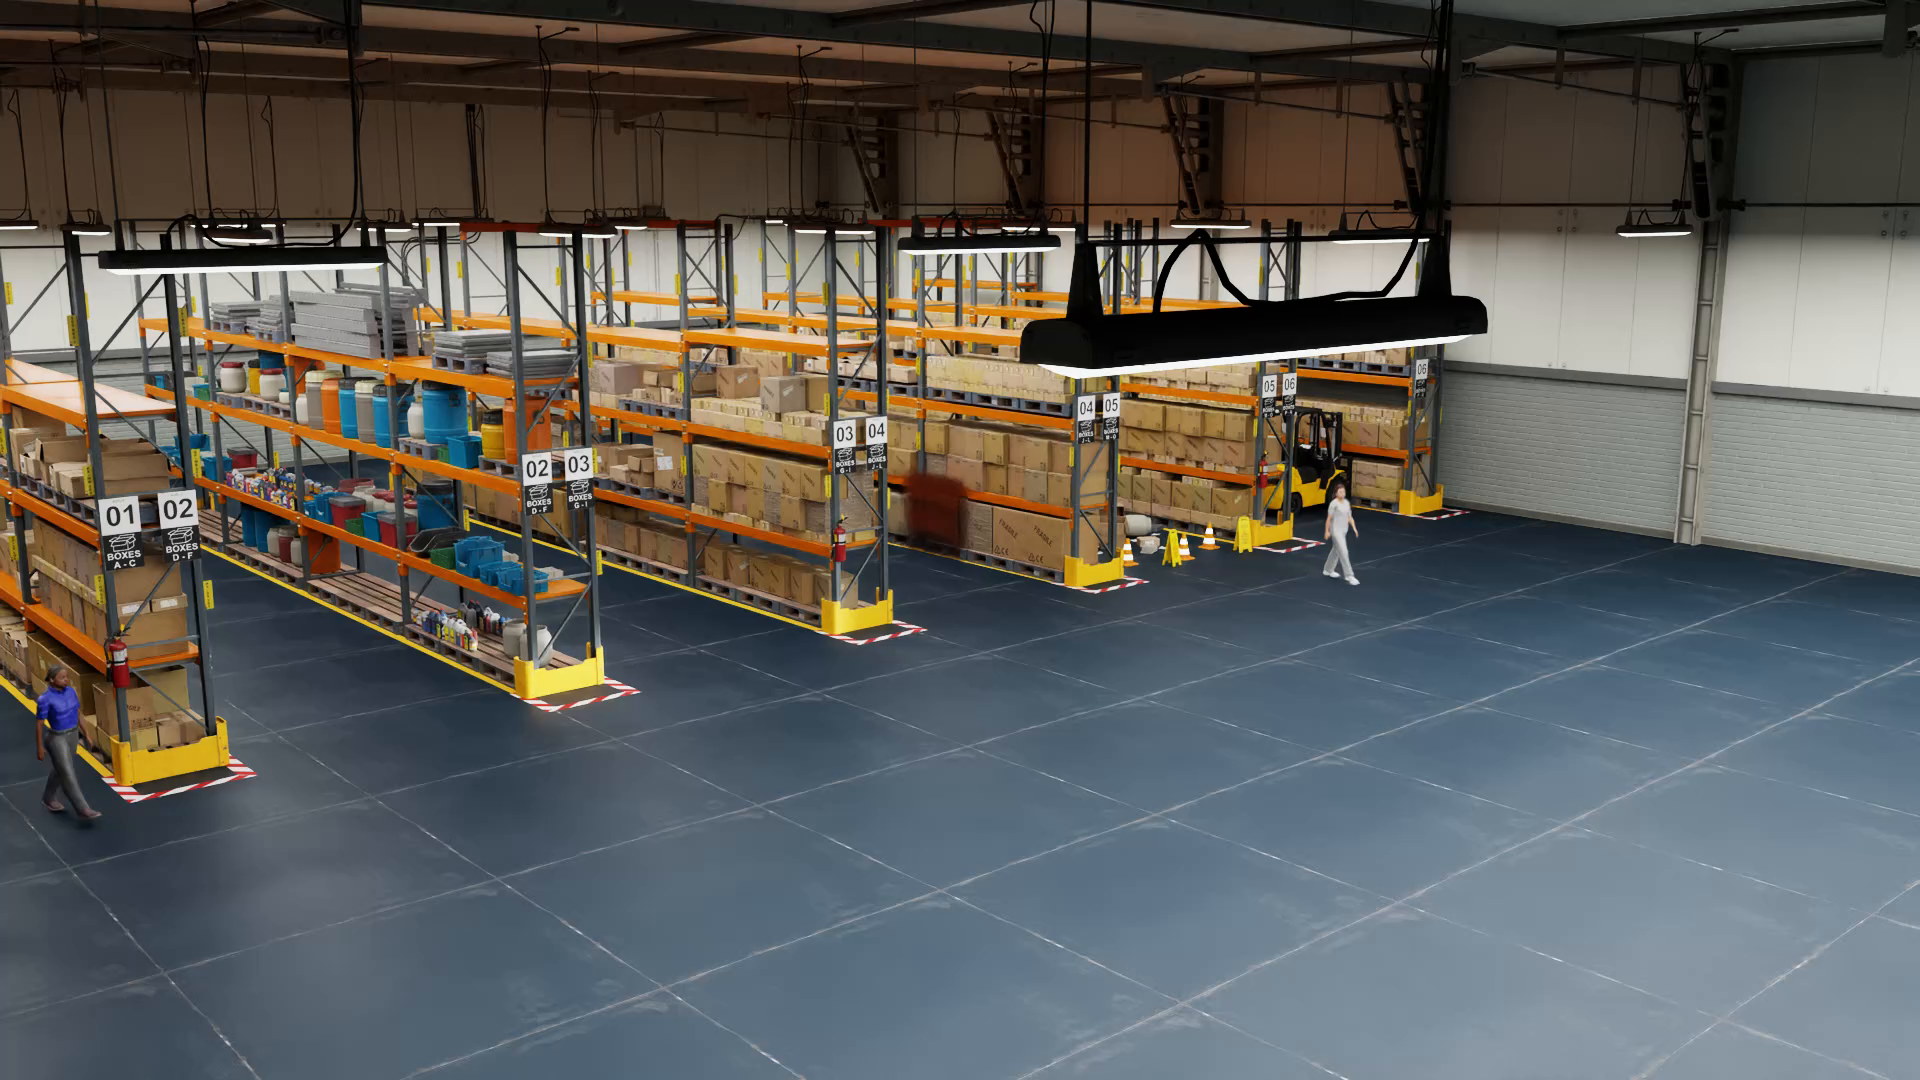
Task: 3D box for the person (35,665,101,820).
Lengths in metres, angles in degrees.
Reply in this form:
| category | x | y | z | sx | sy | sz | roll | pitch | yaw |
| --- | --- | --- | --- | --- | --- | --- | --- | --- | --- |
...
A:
| category | x | y | z | sx | sy | sz | roll | pitch | yaw |
| --- | --- | --- | --- | --- | --- | --- | --- | --- | --- |
| person | -9.300 | 2.090 | 17.341 | 0.961 | 1.609 | 0.503 | 3 | 12 | 14 |

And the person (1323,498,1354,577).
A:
| category | x | y | z | sx | sy | sz | roll | pitch | yaw |
| --- | --- | --- | --- | --- | --- | --- | --- | --- | --- |
| person | 6.477 | -0.047 | 28.333 | 0.463 | 1.329 | 0.714 | -9 | 15 | -38 |
